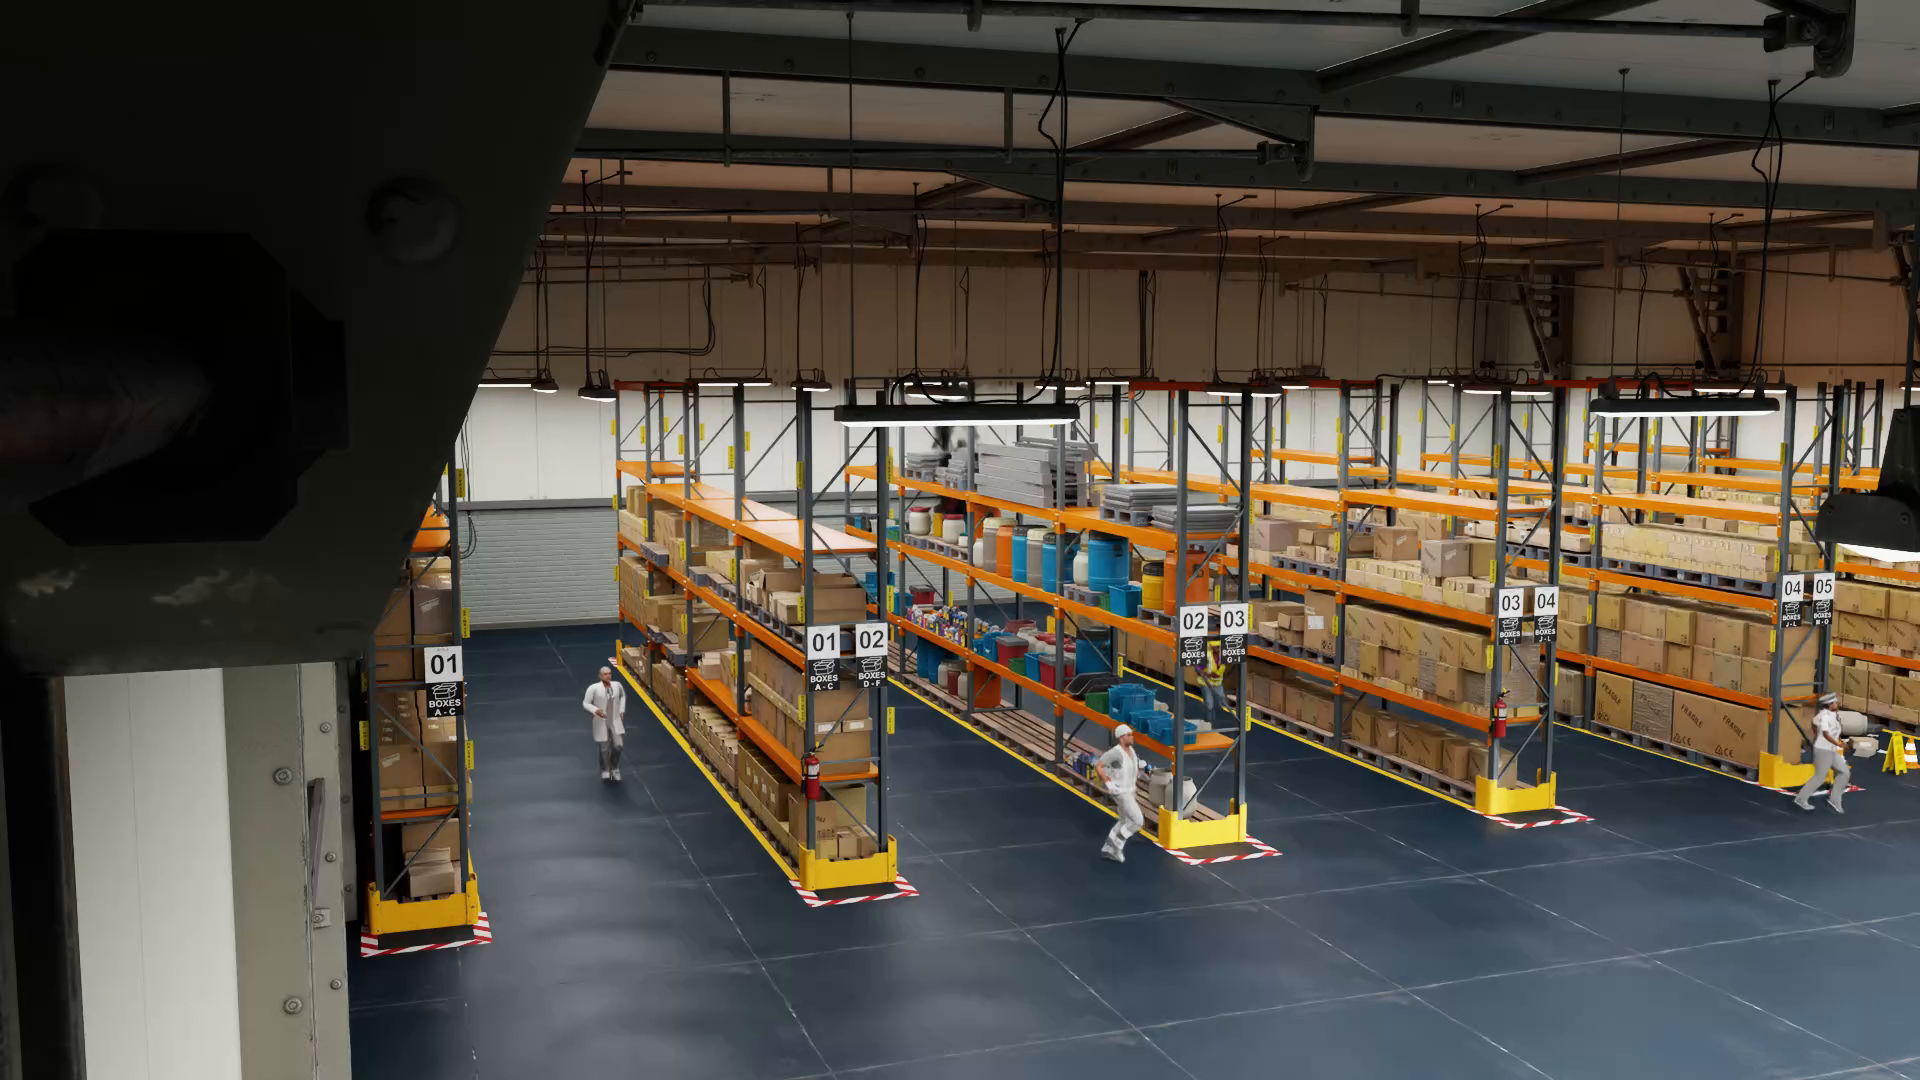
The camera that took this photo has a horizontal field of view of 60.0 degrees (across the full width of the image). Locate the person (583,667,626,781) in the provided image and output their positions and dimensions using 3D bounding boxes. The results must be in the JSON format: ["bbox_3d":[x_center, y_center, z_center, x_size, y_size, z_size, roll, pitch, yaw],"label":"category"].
[{"bbox_3d":[-5.348,2.801,25.200,0.712,1.773,0.708,-3,7,-25],"label":"person"}]

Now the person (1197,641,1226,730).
[{"bbox_3d":[4.349,2.495,28.455,0.680,1.693,0.702,-2,6,-18],"label":"person"}]

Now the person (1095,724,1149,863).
[{"bbox_3d":[2.105,3.216,21.158,0.609,1.734,0.674,3,7,27],"label":"person"}]

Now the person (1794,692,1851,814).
[{"bbox_3d":[12.294,3.017,23.652,0.687,1.711,0.651,4,7,30],"label":"person"}]
